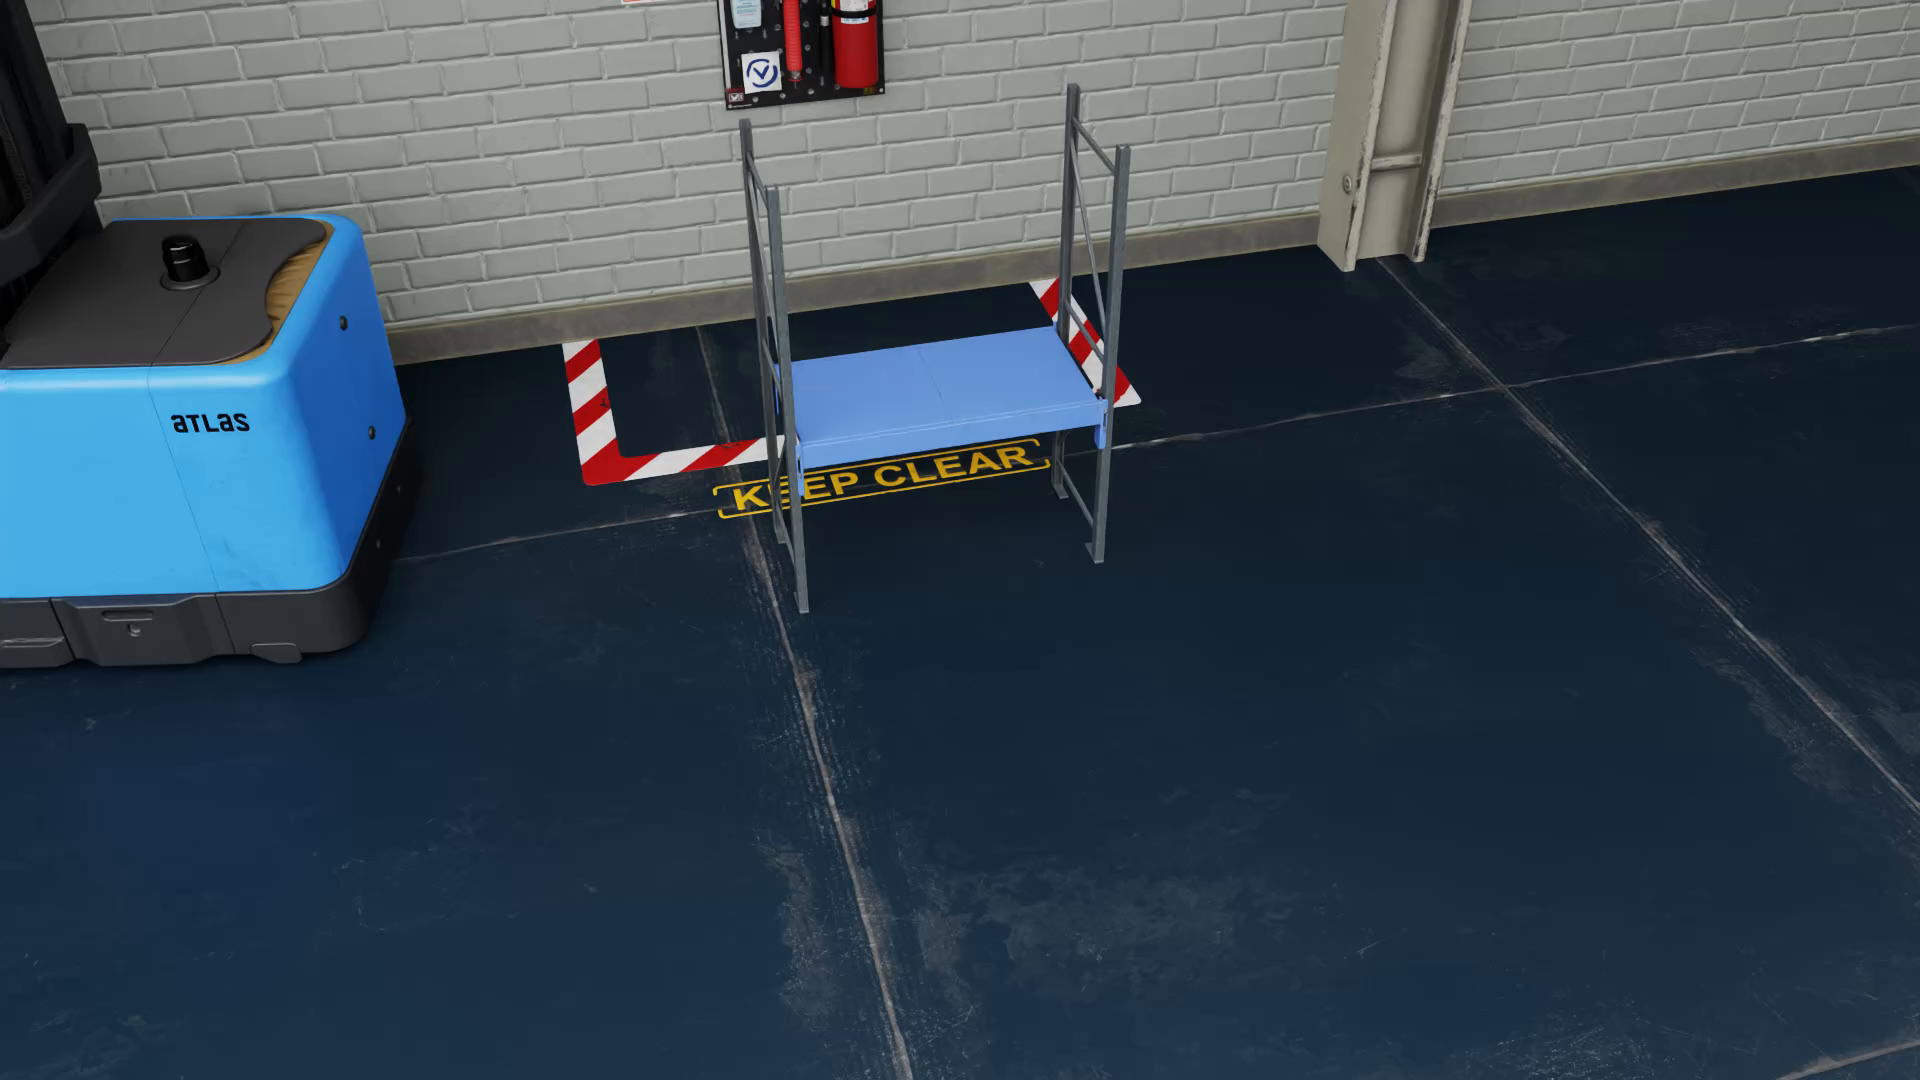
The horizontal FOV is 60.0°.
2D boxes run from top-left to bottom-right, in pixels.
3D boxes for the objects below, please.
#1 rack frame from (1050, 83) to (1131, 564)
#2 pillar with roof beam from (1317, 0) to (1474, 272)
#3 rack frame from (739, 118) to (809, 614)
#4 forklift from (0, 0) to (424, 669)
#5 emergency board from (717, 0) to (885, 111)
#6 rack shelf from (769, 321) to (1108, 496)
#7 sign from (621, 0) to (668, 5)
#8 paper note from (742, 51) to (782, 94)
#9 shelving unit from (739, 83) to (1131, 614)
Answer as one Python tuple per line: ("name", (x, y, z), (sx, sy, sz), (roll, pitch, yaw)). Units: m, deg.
("rack frame", (0.408, -0.663, 5.382), (0.032, 1.500, 0.500), (-9, 38, -12))
("pillar with roof beam", (2.952, -2.346, 1.410), (0.400, 9.000, 9.100), (-9, 38, -12))
("rack frame", (-0.573, -0.502, 5.171), (0.032, 1.500, 0.500), (-9, 38, -12))
("forklift", (-3.407, -1.038, 4.695), (3.031, 2.935, 1.130), (-2, 37, -2))
("emergency board", (-0.566, -2.119, 6.051), (0.643, 1.169, 0.194), (-9, 38, -12))
("rack shelf", (-0.082, -0.439, 5.386), (1.000, 0.185, 0.538), (-9, 38, -12))
("sign", (-1.126, -2.106, 6.005), (0.234, 0.329, 0.001), (-9, 38, -12))
("paper note", (-0.755, -1.782, 6.335), (0.142, 0.148, 0.016), (-9, 38, -12))
("shelving unit", (-0.082, -0.582, 5.277), (1.048, 1.500, 0.538), (-9, 38, -12))
